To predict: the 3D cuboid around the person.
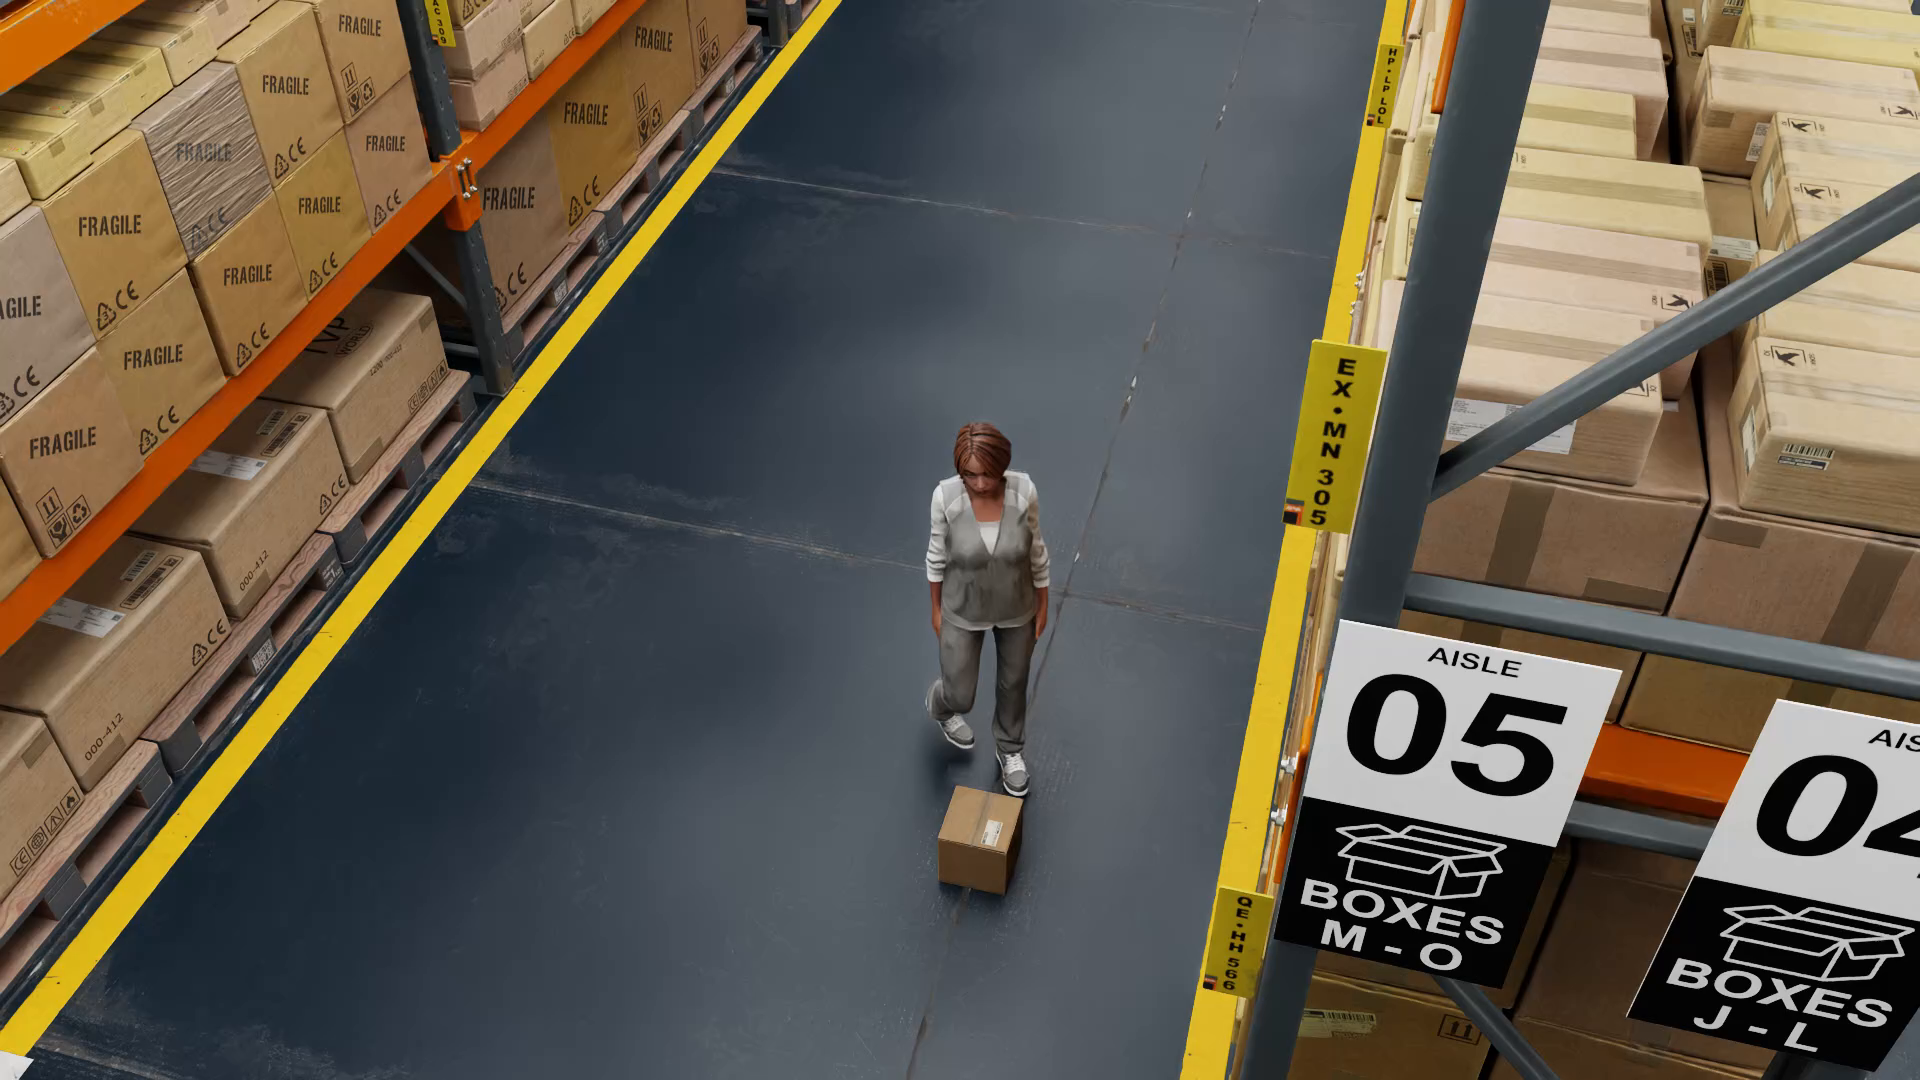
[{"bbox_3d":[0.099,0.246,5.888,0.422,1.583,0.469,-7,42,-8],"label":"person"}]
